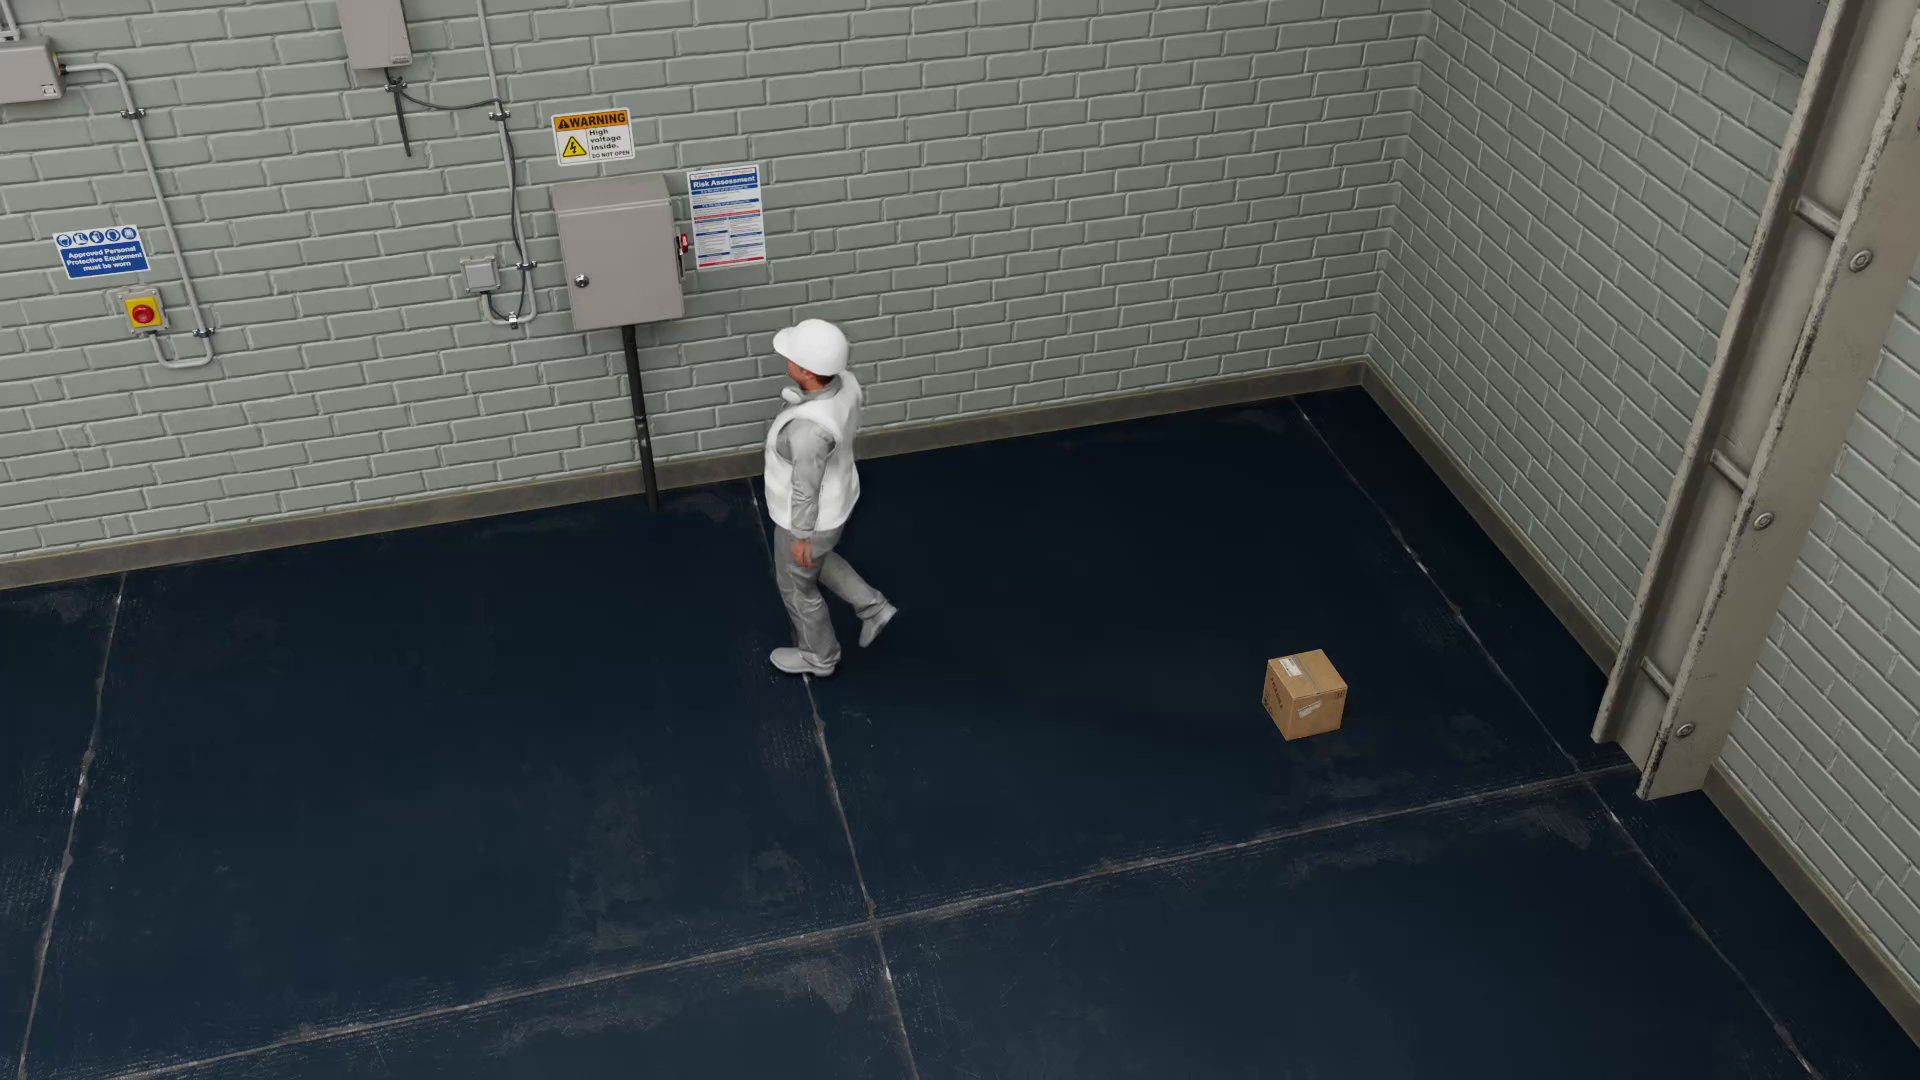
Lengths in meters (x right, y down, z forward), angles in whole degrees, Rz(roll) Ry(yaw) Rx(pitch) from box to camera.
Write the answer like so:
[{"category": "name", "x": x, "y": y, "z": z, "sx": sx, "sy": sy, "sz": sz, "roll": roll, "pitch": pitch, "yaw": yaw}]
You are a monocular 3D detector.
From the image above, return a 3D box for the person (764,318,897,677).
[{"category": "person", "x": -0.566, "y": -0.146, "z": 6.850, "sx": 0.543, "sy": 1.756, "sz": 0.529, "roll": 9, "pitch": 39, "yaw": 12}]
